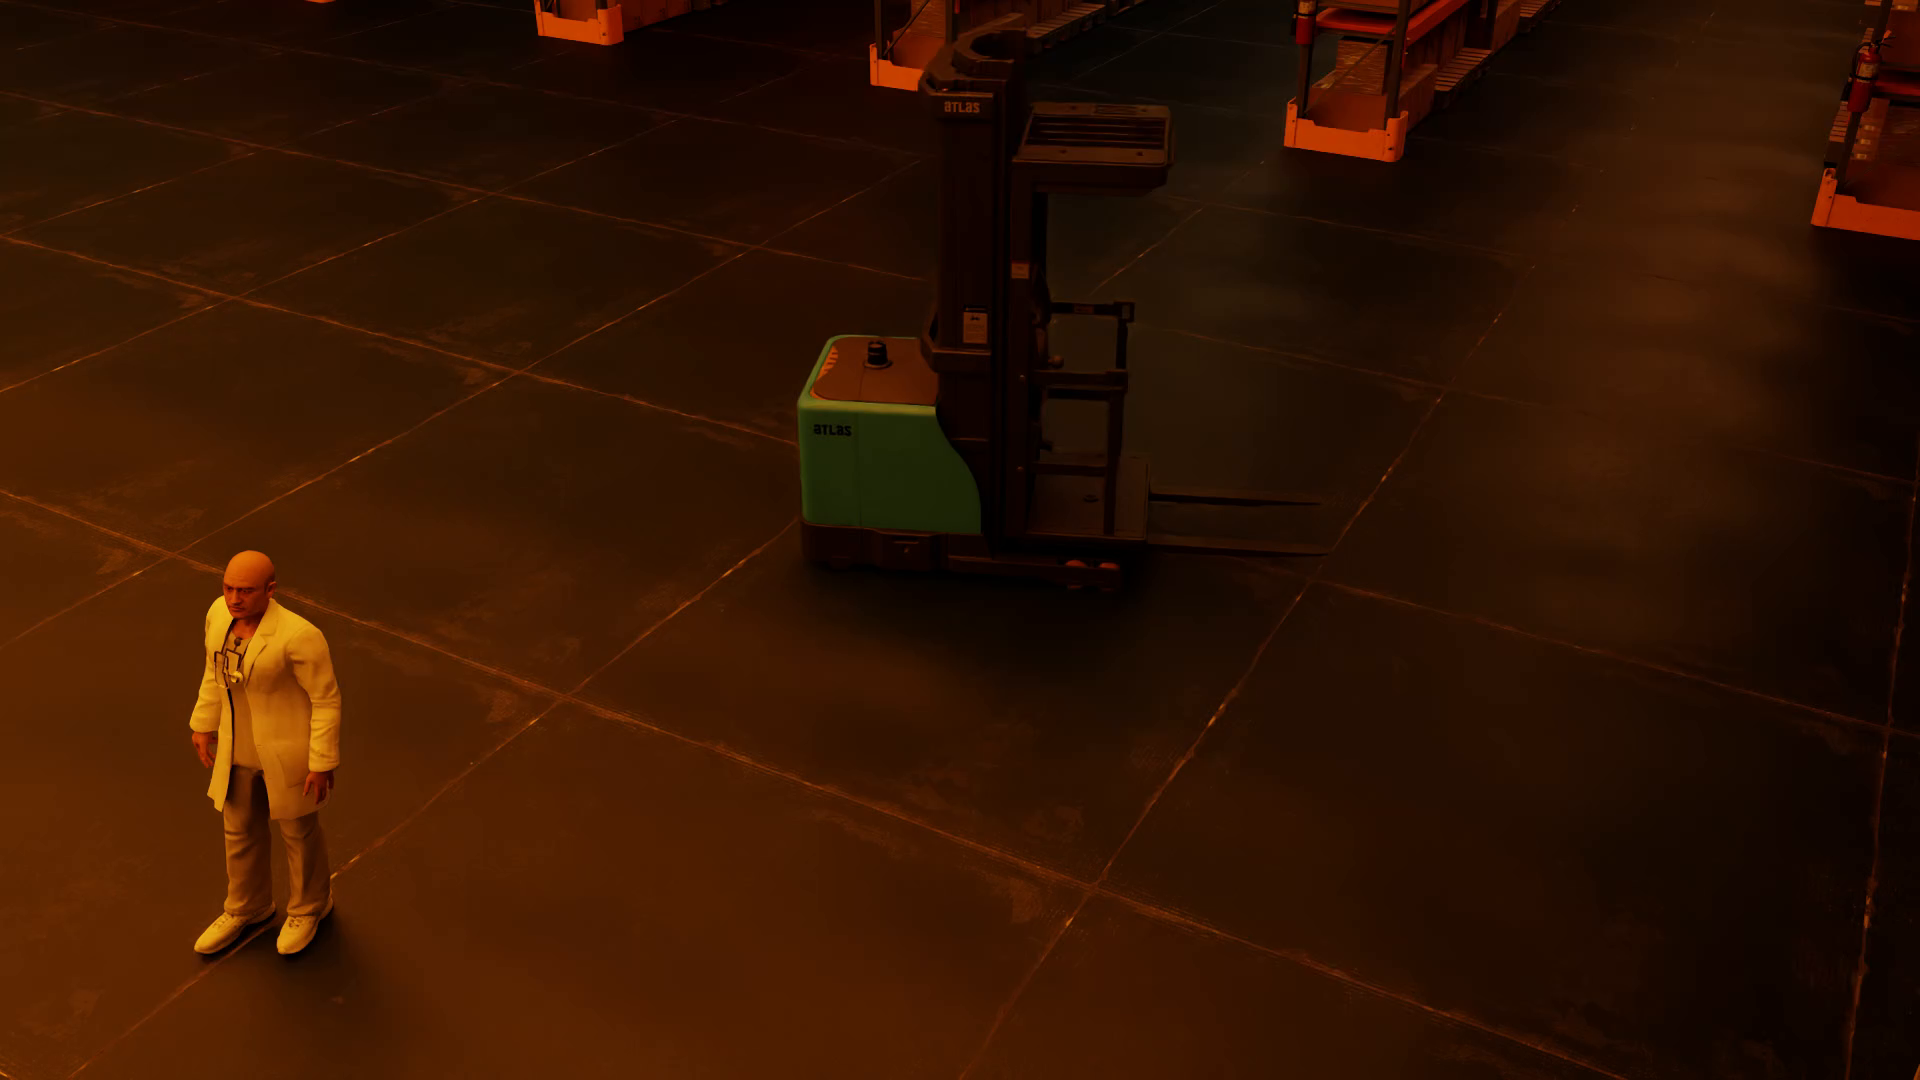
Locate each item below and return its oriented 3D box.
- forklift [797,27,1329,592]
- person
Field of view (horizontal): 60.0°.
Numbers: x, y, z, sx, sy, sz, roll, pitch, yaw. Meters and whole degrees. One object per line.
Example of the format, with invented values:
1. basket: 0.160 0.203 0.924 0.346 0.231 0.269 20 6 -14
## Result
1. forklift: 0.632 -1.257 9.248 3.031 2.935 1.130 4 30 6
2. person: -2.824 0.891 6.665 0.696 1.776 0.581 10 32 17
